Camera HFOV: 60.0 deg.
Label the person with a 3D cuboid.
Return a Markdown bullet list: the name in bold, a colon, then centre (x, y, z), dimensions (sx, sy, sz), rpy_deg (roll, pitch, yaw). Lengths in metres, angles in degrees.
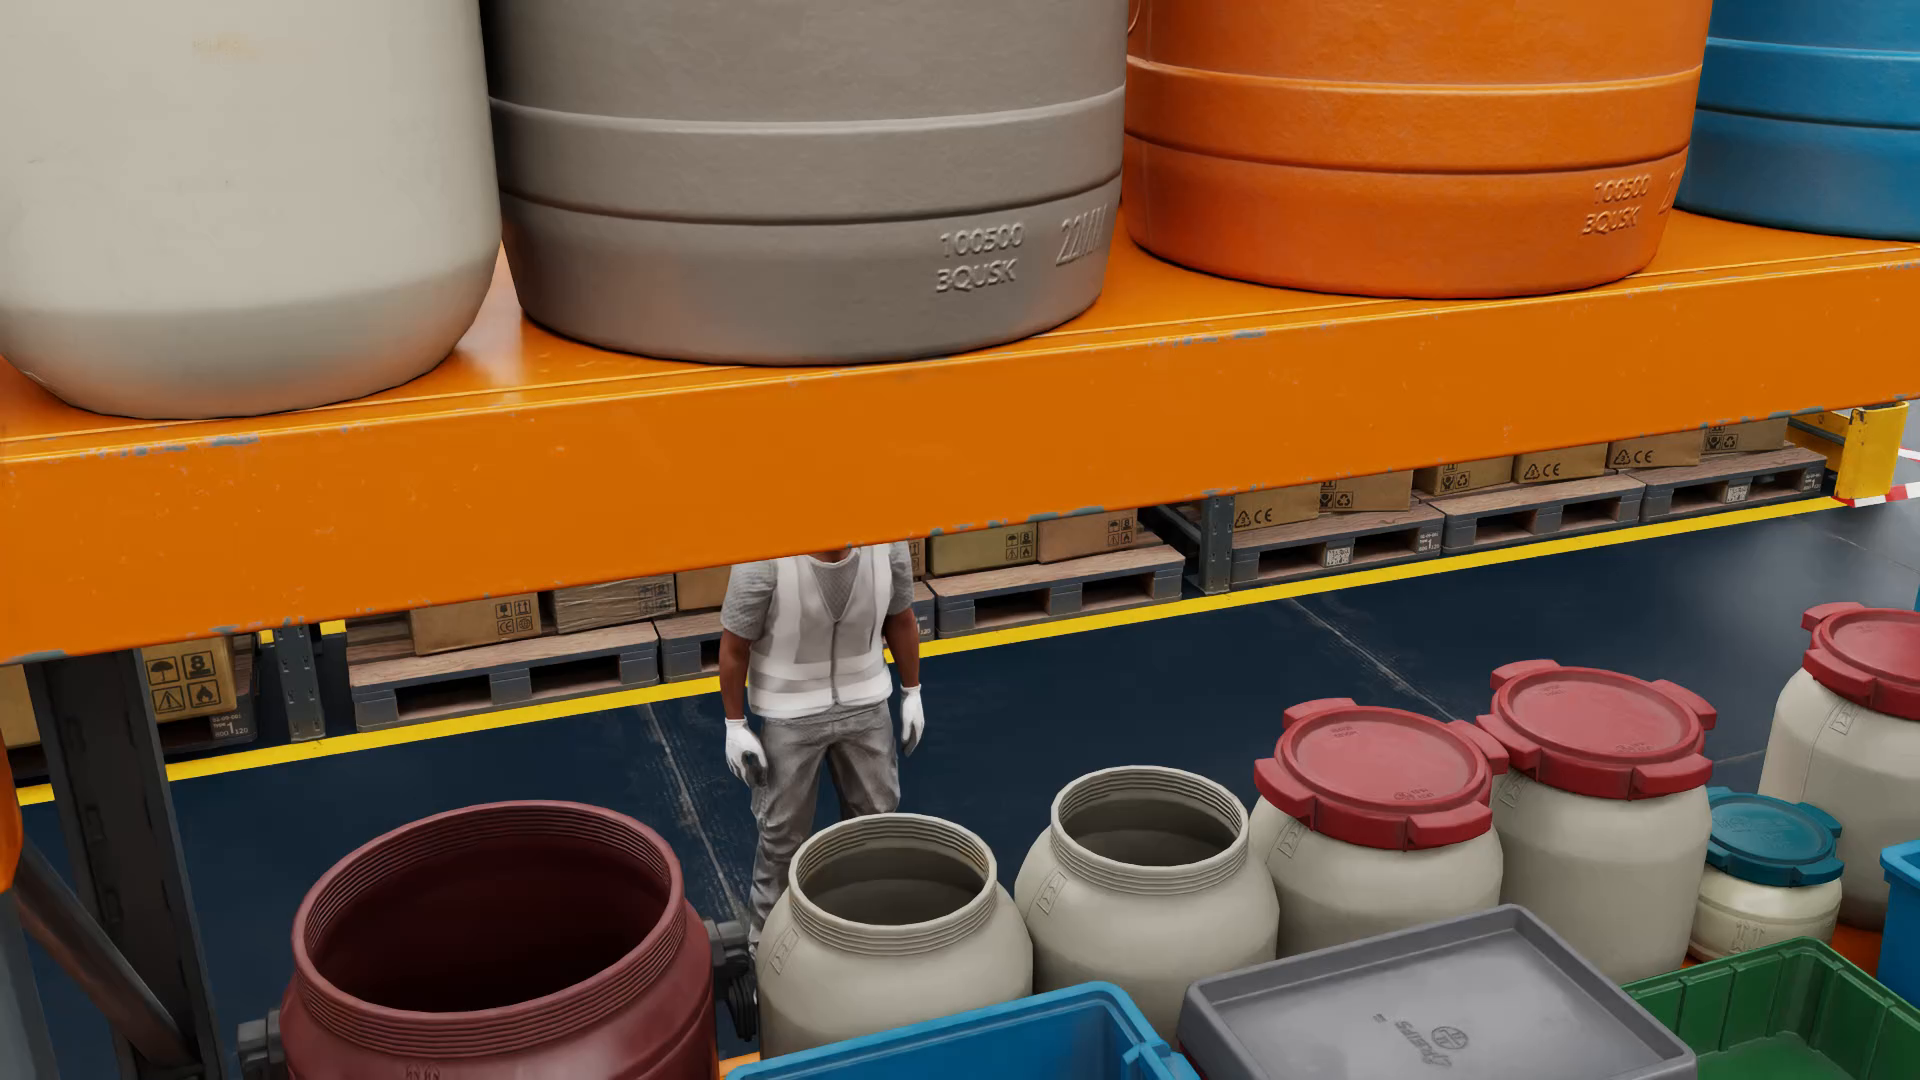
- **person**: centre (-0.389, 0.513, 4.832), dimensions (0.616, 1.772, 0.452), rpy_deg (-9, 24, -21)
